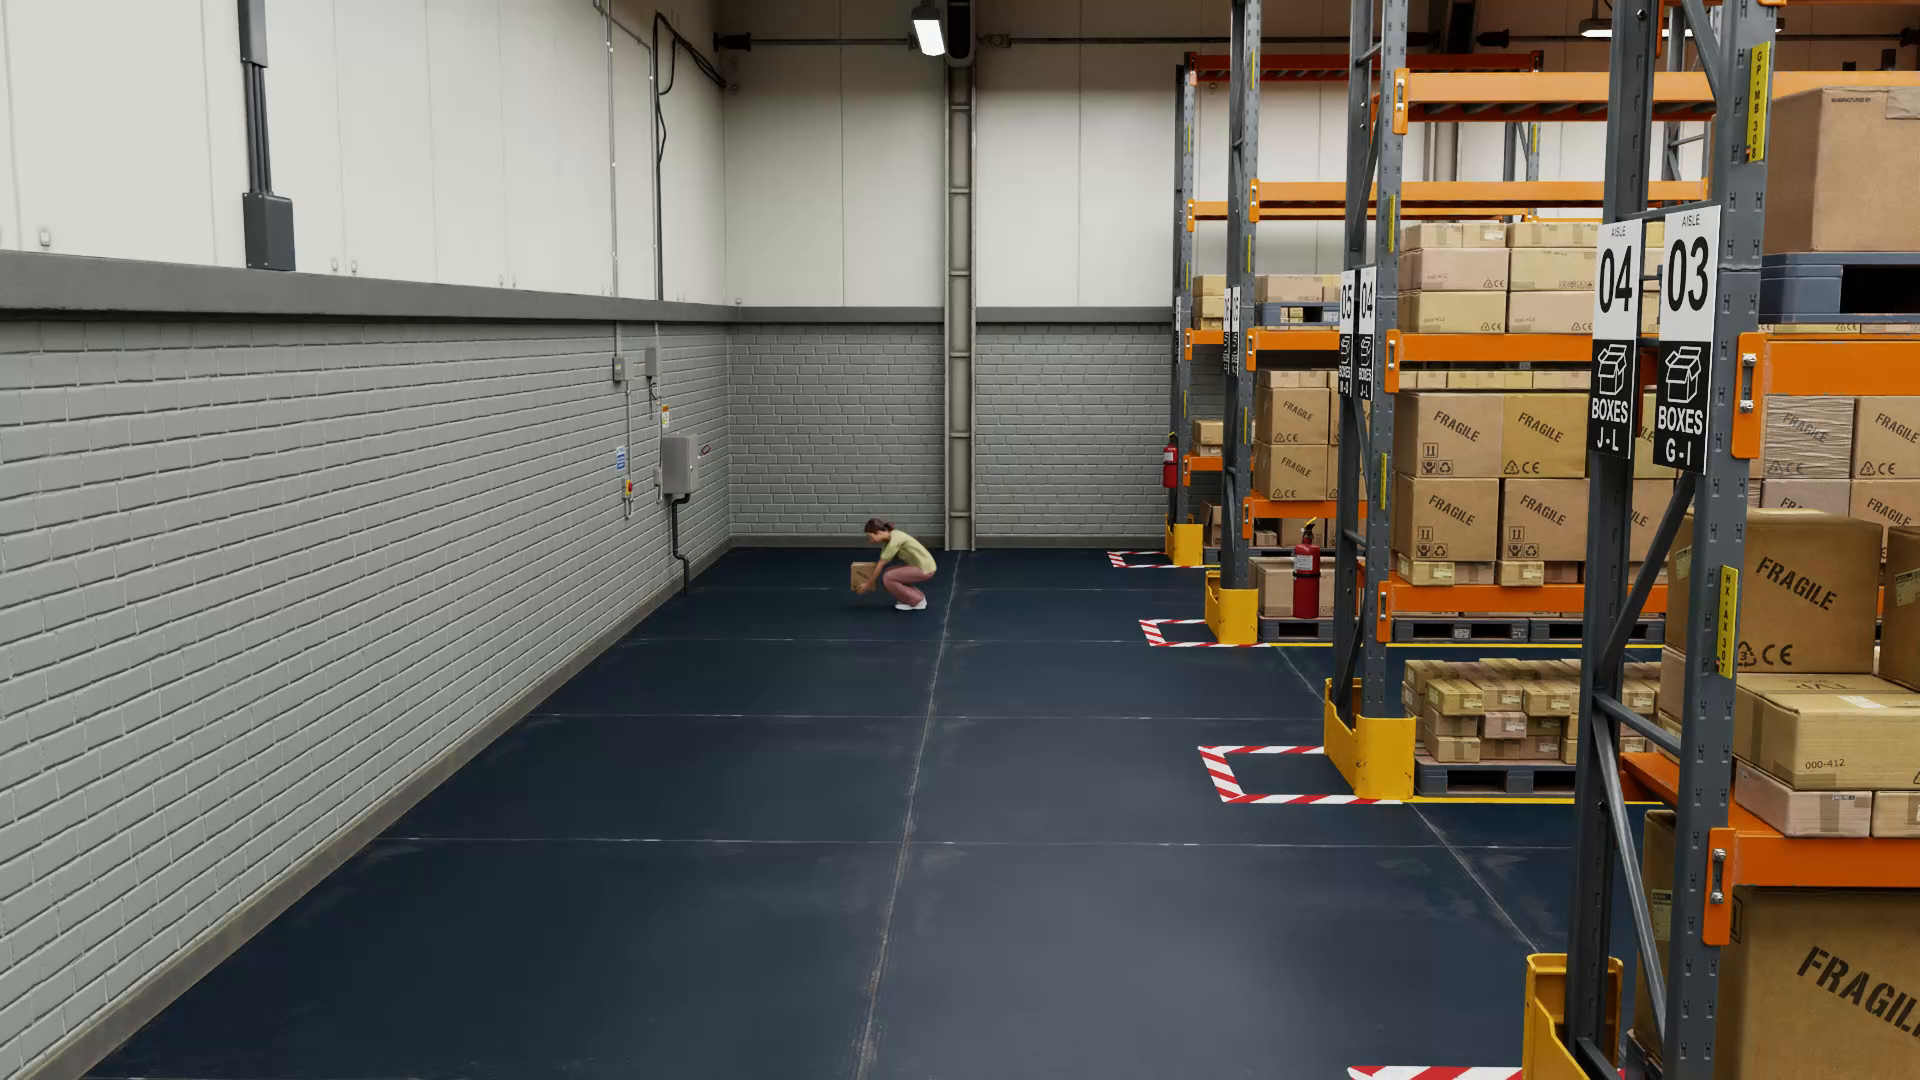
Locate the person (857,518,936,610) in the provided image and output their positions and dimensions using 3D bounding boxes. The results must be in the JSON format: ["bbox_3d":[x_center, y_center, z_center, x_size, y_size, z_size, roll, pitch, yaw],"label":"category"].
[{"bbox_3d":[-0.643,0.247,16.911,0.804,0.906,0.486,0,7,1],"label":"person"}]
